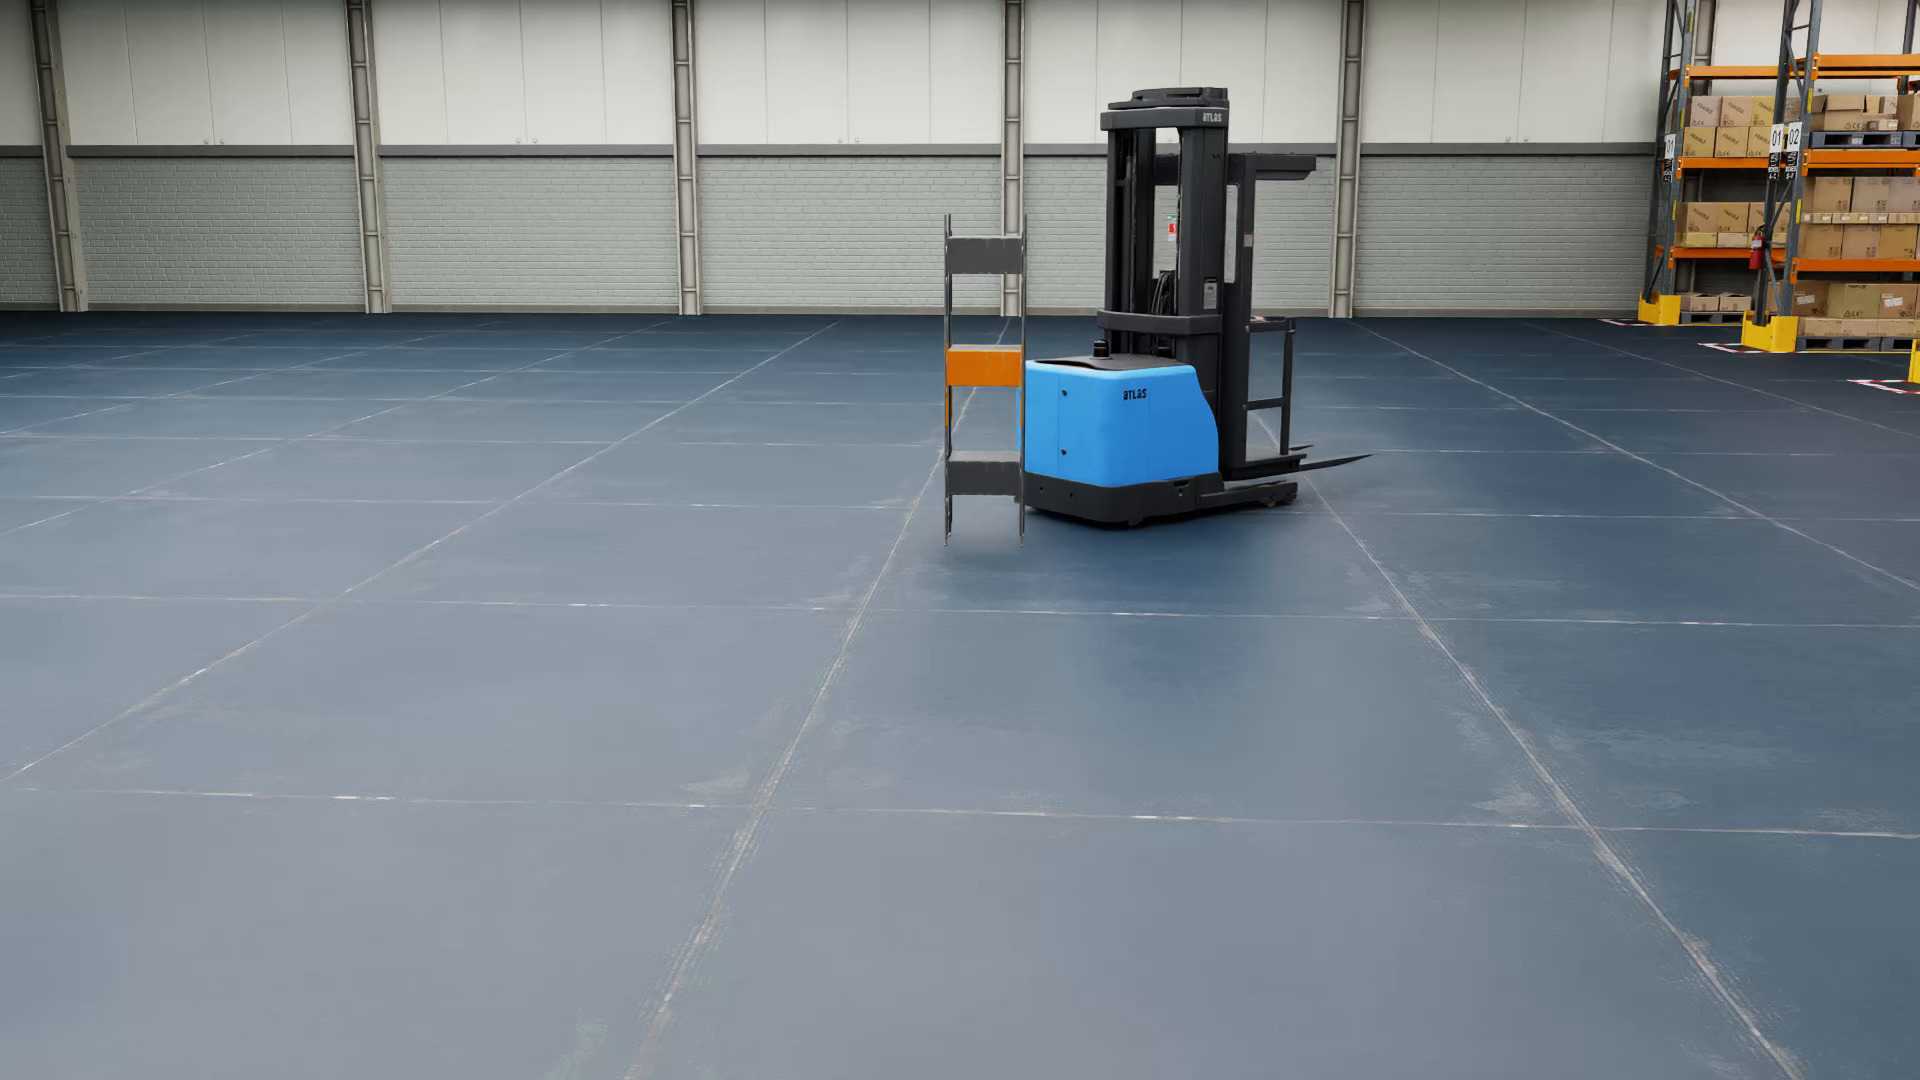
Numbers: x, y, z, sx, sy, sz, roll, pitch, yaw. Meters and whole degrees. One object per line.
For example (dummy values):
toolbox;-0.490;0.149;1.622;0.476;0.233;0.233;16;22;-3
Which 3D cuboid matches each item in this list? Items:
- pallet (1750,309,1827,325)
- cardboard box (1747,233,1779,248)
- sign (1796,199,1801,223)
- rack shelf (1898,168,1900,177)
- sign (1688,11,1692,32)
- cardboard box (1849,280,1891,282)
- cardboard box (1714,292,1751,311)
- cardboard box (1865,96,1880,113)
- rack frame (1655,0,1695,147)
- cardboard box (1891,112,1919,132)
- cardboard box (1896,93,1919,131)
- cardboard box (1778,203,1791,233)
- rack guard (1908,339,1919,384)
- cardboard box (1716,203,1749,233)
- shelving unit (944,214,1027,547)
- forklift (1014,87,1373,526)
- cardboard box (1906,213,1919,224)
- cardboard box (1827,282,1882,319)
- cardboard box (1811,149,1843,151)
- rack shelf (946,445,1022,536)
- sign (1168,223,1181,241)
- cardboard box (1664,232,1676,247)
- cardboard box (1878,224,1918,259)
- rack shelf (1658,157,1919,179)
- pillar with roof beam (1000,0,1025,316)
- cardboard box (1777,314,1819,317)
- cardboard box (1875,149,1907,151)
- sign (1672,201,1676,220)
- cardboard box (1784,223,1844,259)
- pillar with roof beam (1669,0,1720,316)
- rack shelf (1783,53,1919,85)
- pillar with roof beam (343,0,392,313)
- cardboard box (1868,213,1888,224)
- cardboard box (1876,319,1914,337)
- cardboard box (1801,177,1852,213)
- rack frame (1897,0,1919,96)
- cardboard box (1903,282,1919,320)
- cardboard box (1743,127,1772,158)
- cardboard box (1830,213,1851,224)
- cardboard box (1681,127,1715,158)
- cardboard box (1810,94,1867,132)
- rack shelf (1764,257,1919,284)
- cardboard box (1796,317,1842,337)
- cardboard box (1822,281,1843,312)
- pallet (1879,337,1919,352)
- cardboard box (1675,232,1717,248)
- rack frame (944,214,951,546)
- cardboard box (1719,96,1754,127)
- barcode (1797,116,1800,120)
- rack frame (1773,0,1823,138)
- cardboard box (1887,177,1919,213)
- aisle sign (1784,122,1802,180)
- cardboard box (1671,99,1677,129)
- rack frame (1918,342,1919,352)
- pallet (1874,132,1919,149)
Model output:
pallet;14.269;-3.888;28.988;1.213;0.211;1.003;1;12;4
cardboard box;13.663;-5.142;28.490;0.500;0.250;0.500;1;12;3
sign;11.800;-4.626;23.401;0.005;0.325;0.100;1;12;4
rack shelf;18.157;-6.323;28.252;4.000;0.370;1.077;1;12;4
sign;12.134;-8.611;27.630;0.005;0.325;0.100;1;12;4
cardboard box;13.397;-3.547;24.406;0.500;0.500;0.500;1;12;4
cardboard box;13.424;-4.153;28.937;0.500;0.311;0.500;2;12;8
cardboard box;15.093;-7.208;27.988;0.500;0.500;0.500;1;12;7
rack frame;12.171;-8.226;28.263;0.127;3.000;1.000;1;12;4
cardboard box;13.565;-6.006;23.830;0.500;0.311;0.500;2;12;10
cardboard box;13.482;-5.990;23.289;0.500;0.500;0.500;1;12;4
cardboard box;14.150;-5.503;28.385;0.500;0.500;0.500;1;12;6
rack guard;11.587;-2.050;19.499;0.348;0.500;1.175;1;12;4
cardboard box;13.119;-5.516;28.447;0.500;0.500;0.500;1;12;4
shelving unit;0.165;-1.025;10.692;0.503;2.100;0.431;1;12;4
forklift;1.850;-1.749;12.122;3.031;2.935;1.130;-9;15;-38
cardboard box;13.506;-4.577;23.644;0.250;0.149;0.380;1;12;3
cardboard box;12.862;-3.445;23.918;0.500;0.500;0.500;1;12;4
cardboard box;14.582;-6.727;28.133;0.500;0.500;0.500;0;12;2
rack shelf;0.165;-0.327;10.838;0.480;0.518;0.431;1;12;4
sign;3.932;-5.626;30.401;0.234;0.329;0.001;1;12;4
cardboard box;12.650;-5.259;29.050;0.500;0.250;0.500;1;12;5
cardboard box;13.327;-4.303;23.918;0.500;0.500;0.700;1;12;4
rack shelf;14.166;-6.378;28.513;4.000;0.370;1.077;1;12;4
pillar with roof beam;0.666;-7.678;25.643;0.400;9.000;9.100;1;12;4
cardboard box;12.398;-3.190;24.531;0.500;0.250;0.500;1;12;4
cardboard box;15.639;-6.718;28.088;0.500;0.500;0.500;1;12;5
sign;12.134;-5.602;28.259;0.005;0.325;0.100;1;12;4
cardboard box;12.308;-4.317;23.986;0.500;0.500;0.700;1;12;4
pillar with roof beam;12.639;-7.513;24.858;0.400;9.000;9.100;1;12;4
rack shelf;13.839;-6.638;23.409;4.000;0.370;1.077;1;12;4
pillar with roof beam;-11.307;-7.842;26.428;0.400;9.000;9.100;1;12;4
cardboard box;12.984;-4.584;23.676;0.250;0.149;0.380;1;12;3
cardboard box;13.361;-3.071;23.963;0.500;0.250;0.500;1;12;4
cardboard box;12.361;-4.951;23.850;0.500;0.500;0.700;1;12;4
rack frame;16.162;-8.171;28.002;0.127;3.000;1.000;1;12;4
cardboard box;13.860;-3.430;23.848;0.500;0.500;0.500;1;12;4
cardboard box;13.539;-6.740;28.192;0.500;0.500;0.500;1;12;6
cardboard box;12.484;-4.591;23.712;0.250;0.149;0.380;0;12;2
cardboard box;12.487;-6.761;28.292;0.500;0.500;0.500;1;12;5
cardboard box;12.416;-6.061;23.623;0.637;0.503;0.797;2;12;8
rack shelf;13.839;-3.898;23.982;4.000;0.370;1.077;1;12;4
cardboard box;12.363;-3.084;24.026;0.500;0.250;0.500;1;12;4
cardboard box;15.123;-4.232;28.856;0.500;0.500;0.500;0;12;-1
pallet;13.823;-2.893;24.233;1.213;0.211;1.003;1;12;4
cardboard box;12.636;-5.154;28.549;0.500;0.250;0.500;0;12;2
rack frame;-0.078;-1.029;10.708;0.015;2.100;0.400;1;12;4
cardboard box;13.036;-7.234;28.111;0.500;0.500;0.500;1;12;3
barcode;12.177;-6.124;24.124;0.075;0.075;0.001;1;12;4
rack frame;11.843;-7.214;23.425;0.127;3.000;1.000;1;12;4
cardboard box;13.389;-4.939;23.789;0.500;0.500;0.700;1;12;4
aisle sign;11.757;-5.488;23.478;0.004;0.787;0.394;1;12;4
cardboard box;12.618;-7.353;28.683;0.500;0.500;0.500;1;12;6
rack frame;11.508;-3.265;19.202;0.127;3.000;1.000;1;12;4
pallet;13.768;-5.671;23.593;1.213;0.211;1.003;1;12;4
